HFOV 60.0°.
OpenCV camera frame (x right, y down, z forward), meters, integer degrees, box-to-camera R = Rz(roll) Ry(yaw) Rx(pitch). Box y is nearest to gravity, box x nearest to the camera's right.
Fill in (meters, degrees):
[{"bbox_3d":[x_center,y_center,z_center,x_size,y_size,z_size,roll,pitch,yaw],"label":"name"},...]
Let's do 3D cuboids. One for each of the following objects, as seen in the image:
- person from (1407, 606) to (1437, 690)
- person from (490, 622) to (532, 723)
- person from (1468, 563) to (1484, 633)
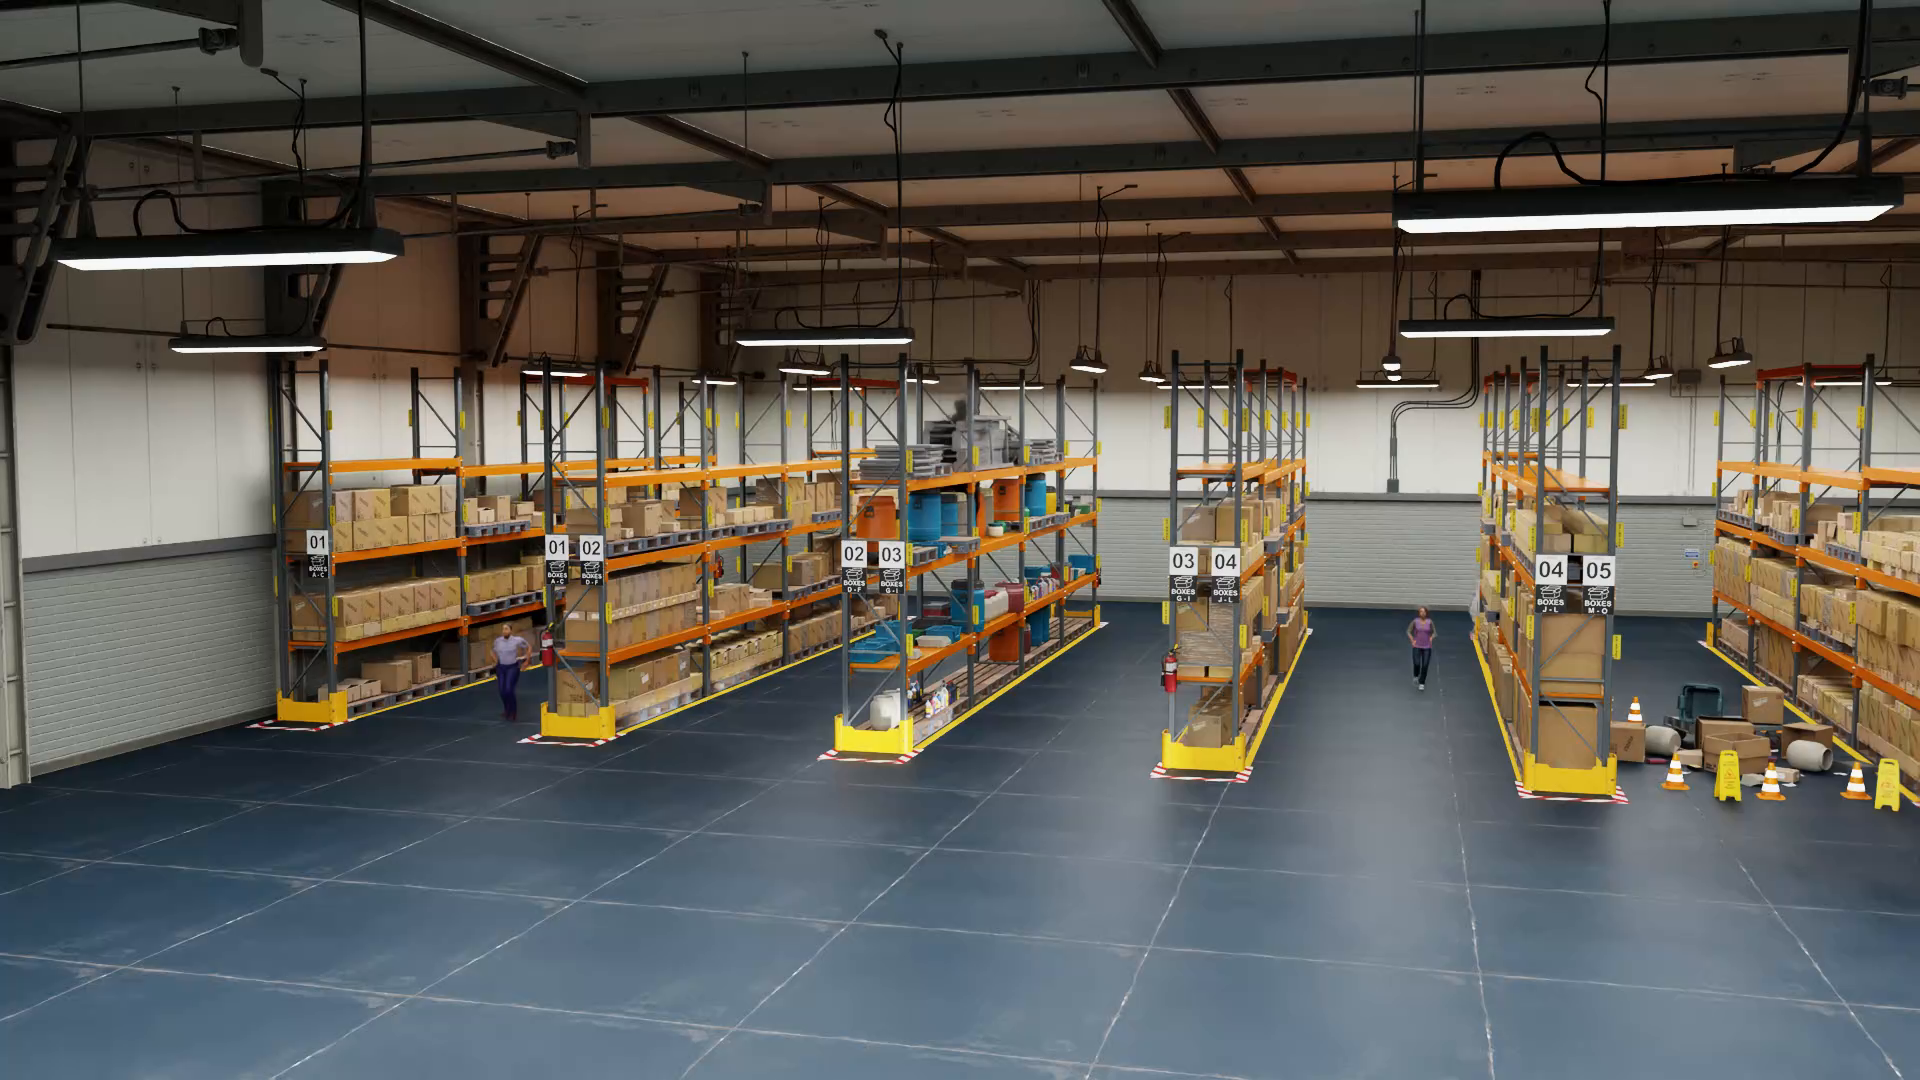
[{"bbox_3d":[8.566,2.005,30.839,0.532,1.554,0.546,1,4,12],"label":"person"},{"bbox_3d":[-7.498,2.215,27.649,0.628,1.705,0.685,1,4,8],"label":"person"},{"bbox_3d":[12.284,1.352,39.002,0.588,1.740,0.701,0,4,3],"label":"person"}]
